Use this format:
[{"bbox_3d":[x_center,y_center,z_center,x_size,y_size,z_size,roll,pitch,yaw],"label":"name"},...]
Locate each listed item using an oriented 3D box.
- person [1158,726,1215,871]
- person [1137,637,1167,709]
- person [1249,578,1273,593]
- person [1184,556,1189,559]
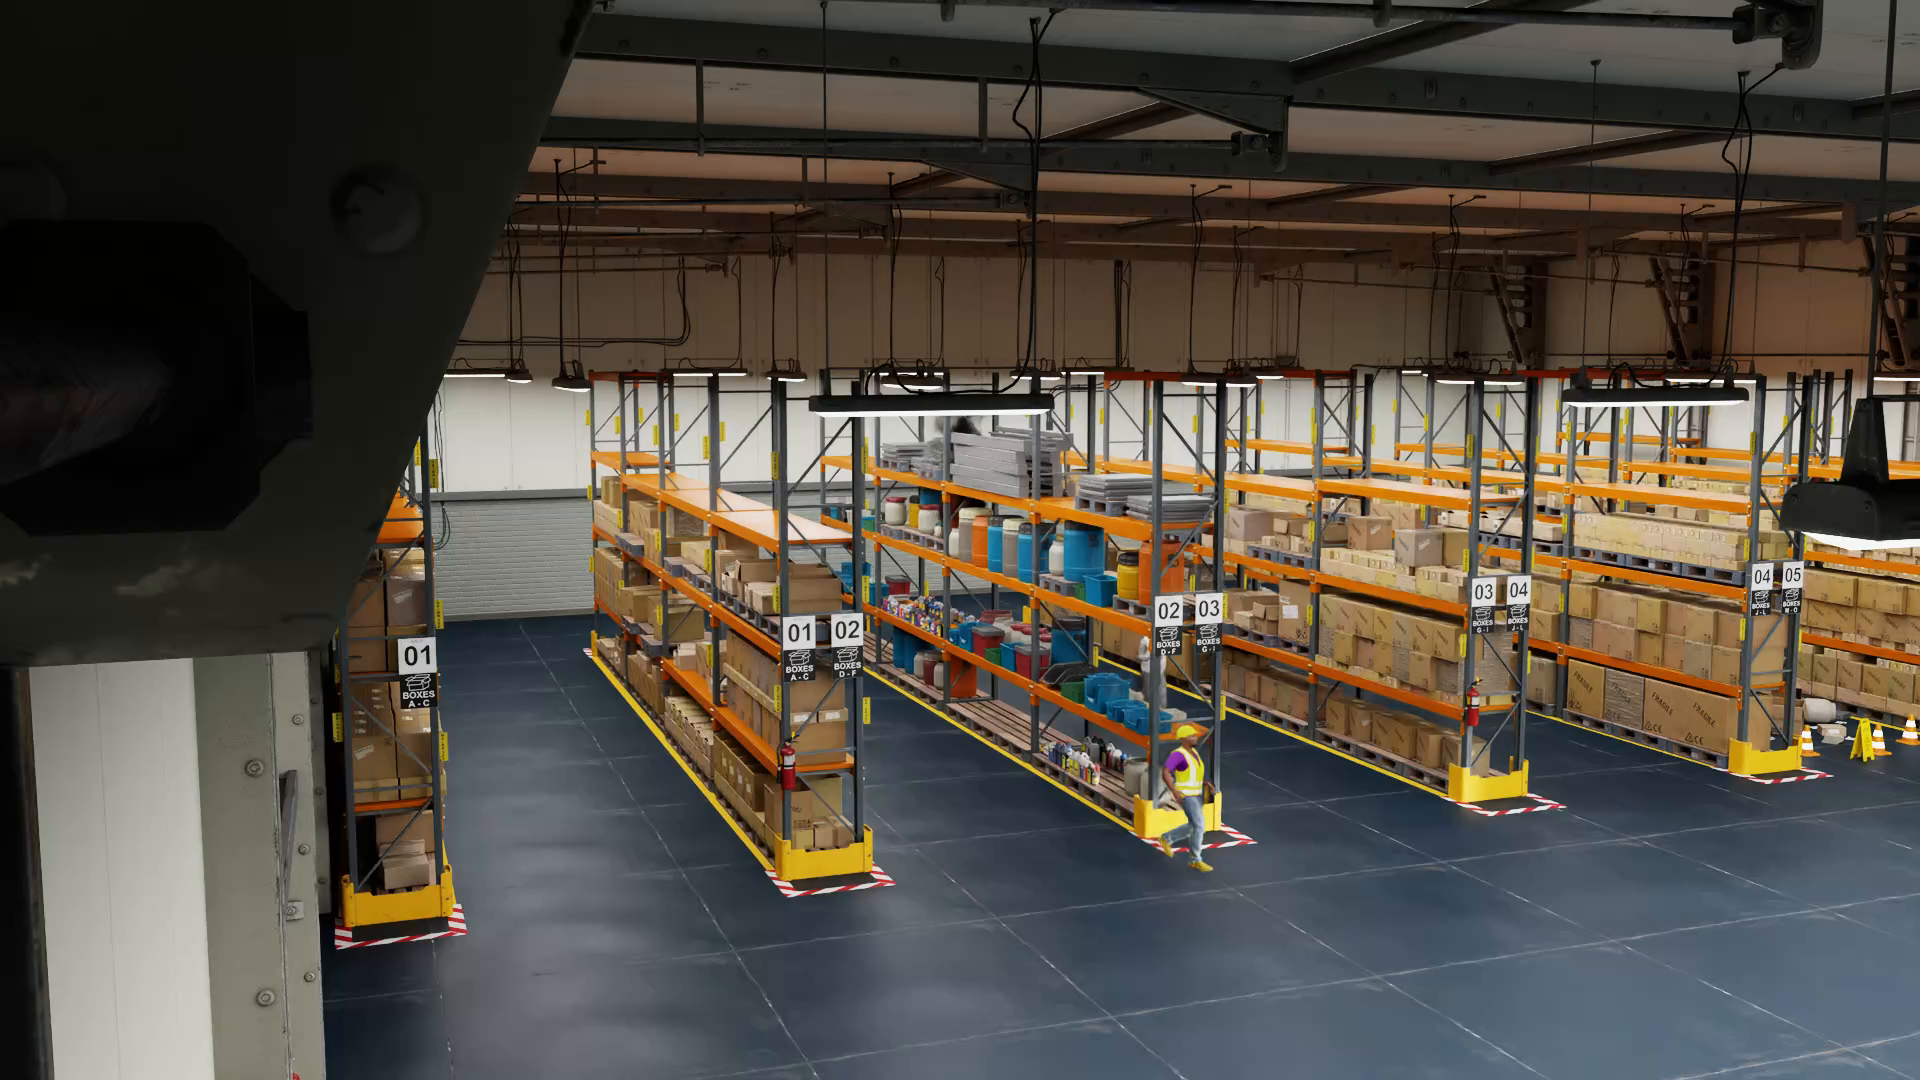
[{"bbox_3d":[2.844,3.180,20.659,0.750,1.741,0.753,3,7,29],"label":"person"},{"bbox_3d":[3.309,2.250,28.485,0.657,1.777,0.949,-4,7,-30],"label":"person"},{"bbox_3d":[7.438,0.854,41.412,0.773,1.724,0.712,4,8,32],"label":"person"},{"bbox_3d":[5.196,1.167,39.208,0.642,1.602,0.549,-2,7,-17],"label":"person"}]
